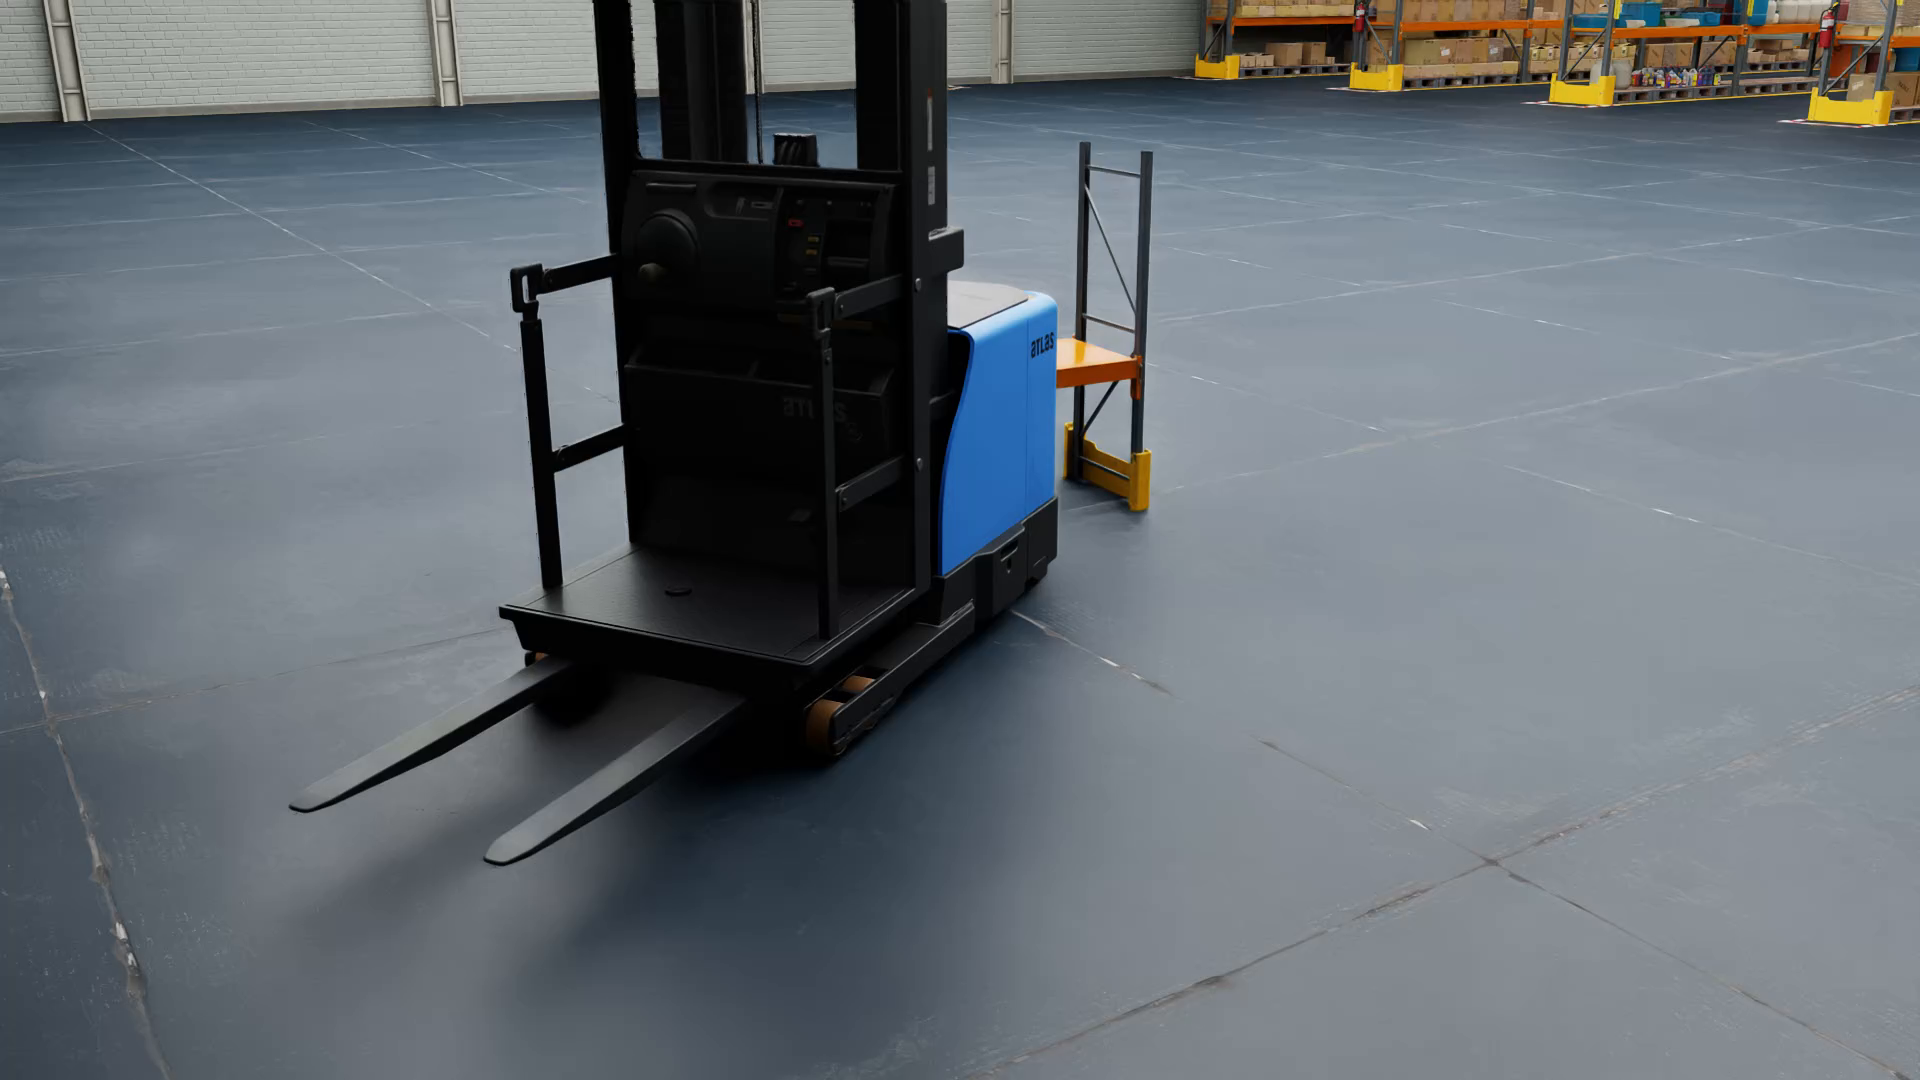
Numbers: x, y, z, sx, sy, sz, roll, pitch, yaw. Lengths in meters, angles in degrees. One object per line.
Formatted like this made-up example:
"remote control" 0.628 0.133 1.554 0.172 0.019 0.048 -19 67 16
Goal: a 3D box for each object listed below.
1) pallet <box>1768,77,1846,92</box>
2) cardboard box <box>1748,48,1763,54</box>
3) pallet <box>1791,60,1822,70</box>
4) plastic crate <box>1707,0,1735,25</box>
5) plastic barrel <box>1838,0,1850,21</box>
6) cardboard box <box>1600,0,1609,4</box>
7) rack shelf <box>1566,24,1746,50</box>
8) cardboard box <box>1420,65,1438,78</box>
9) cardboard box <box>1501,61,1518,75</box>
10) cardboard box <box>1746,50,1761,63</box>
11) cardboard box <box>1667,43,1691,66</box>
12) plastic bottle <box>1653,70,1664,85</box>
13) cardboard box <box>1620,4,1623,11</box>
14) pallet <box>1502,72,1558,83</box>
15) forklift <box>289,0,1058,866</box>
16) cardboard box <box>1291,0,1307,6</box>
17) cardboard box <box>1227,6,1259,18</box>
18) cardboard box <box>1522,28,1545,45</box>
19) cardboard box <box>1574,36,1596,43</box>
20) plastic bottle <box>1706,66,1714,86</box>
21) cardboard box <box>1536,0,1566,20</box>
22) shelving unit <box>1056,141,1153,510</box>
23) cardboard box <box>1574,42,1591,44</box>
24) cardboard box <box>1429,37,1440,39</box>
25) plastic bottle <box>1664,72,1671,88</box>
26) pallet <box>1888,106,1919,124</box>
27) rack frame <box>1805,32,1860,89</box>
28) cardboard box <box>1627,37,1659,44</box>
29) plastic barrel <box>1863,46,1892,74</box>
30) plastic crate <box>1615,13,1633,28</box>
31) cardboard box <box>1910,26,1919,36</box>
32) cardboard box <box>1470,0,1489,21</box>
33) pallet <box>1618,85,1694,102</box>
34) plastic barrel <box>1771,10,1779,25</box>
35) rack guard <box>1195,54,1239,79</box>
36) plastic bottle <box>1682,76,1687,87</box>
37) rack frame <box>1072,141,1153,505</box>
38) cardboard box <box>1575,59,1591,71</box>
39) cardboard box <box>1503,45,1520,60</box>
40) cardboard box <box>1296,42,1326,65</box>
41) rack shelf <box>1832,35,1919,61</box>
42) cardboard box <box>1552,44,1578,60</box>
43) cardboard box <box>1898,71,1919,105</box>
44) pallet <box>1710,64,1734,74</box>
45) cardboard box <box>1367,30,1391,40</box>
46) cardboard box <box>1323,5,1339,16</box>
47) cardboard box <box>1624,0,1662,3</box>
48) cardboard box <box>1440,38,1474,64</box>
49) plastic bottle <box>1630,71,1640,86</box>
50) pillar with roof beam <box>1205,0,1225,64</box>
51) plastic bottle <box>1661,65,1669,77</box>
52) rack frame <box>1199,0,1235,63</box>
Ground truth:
"pallet" 17.270 -9.313 33.962 1.213 0.211 1.003 -12 22 -31
"cardboard box" 19.504 -12.033 41.166 0.500 0.311 0.500 -12 22 -31
"pallet" 21.170 -12.019 41.969 1.213 0.211 1.003 -12 22 -31
"plastic crate" 14.834 -10.253 32.289 0.583 0.464 0.402 -12 22 -31
"plastic barrel" 17.717 -10.662 33.385 0.708 0.536 0.600 -12 22 -31
"cardboard box" 16.905 -14.475 44.409 0.700 0.700 0.980 -13 22 -33
"rack shelf" 12.927 -9.362 30.878 4.000 0.370 1.077 -12 22 -31
"cardboard box" 9.521 -9.697 34.381 0.500 0.250 0.500 -12 22 -31
"cardboard box" 11.609 -10.137 35.684 0.500 0.250 0.500 -12 22 -31
"cardboard box" 19.027 -11.741 40.301 0.500 0.311 0.500 -12 22 -31
"cardboard box" 16.610 -11.294 38.685 0.500 0.500 0.500 -12 22 -32
"plastic bottle" 13.285 -8.799 31.654 0.135 0.276 0.152 -12 22 -31
"cardboard box" 14.889 -11.991 37.669 0.500 0.311 0.500 -10 21 -28
"pallet" 12.470 -10.200 36.587 1.213 0.211 1.003 -12 22 -31
"forklift" -0.713 -0.913 4.869 1.130 2.935 3.031 9 20 24
"cardboard box" 7.650 -12.566 38.263 0.500 0.500 0.500 -11 22 -30
"cardboard box" 6.390 -11.940 37.583 0.500 0.250 0.500 -13 22 -33
"cardboard box" 14.618 -12.988 43.181 0.750 0.750 0.750 -11 22 -30
"cardboard box" 16.511 -13.234 44.453 0.500 0.500 0.700 -12 22 -31
"plastic bottle" 14.218 -8.818 31.595 0.185 0.351 0.144 -13 22 -33
"cardboard box" 12.967 -11.652 36.371 0.500 0.500 0.500 -10 21 -28
"shelving unit" 0.207 -0.847 6.907 1.083 1.500 0.587 -10 21 -27
"cardboard box" 14.184 -11.139 37.772 0.500 0.311 0.500 -13 22 -33
"cardboard box" 10.065 -10.370 35.201 0.500 0.500 0.500 -12 22 -31
"plastic bottle" 13.142 -8.543 30.887 0.133 0.283 0.061 -11 22 -31
"pallet" 14.742 -6.852 26.683 1.213 0.211 1.003 -12 22 -31
"rack frame" 17.938 -10.760 33.889 0.127 3.000 1.000 -12 22 -31
"cardboard box" 15.914 -11.704 38.725 0.500 0.250 0.500 -11 22 -29
"plastic barrel" 19.281 -10.106 35.064 0.708 0.588 0.600 -12 22 -31
"plastic crate" 12.056 -9.561 30.576 0.408 0.251 0.499 -12 22 -31
"cardboard box" 14.786 -7.972 26.035 0.250 0.149 0.380 -12 22 -31
"cardboard box" 10.651 -11.167 34.935 0.500 0.500 0.700 -12 22 -31
"pallet" 12.994 -8.411 31.295 1.213 0.211 1.003 -12 22 -31
"plastic barrel" 15.787 -10.182 32.395 0.301 0.262 0.301 0 19 0
"rack guard" 5.872 -10.830 37.999 0.348 0.500 1.175 -12 22 -31
"plastic bottle" 13.567 -8.601 31.186 0.097 0.201 0.097 0 19 0
"rack frame" 0.644 -0.924 7.136 0.032 1.500 0.500 -10 21 -27
"cardboard box" 13.634 -10.553 36.914 0.500 0.250 0.500 -11 22 -30
"cardboard box" 12.057 -10.691 36.447 0.500 0.311 0.500 -12 22 -31
"cardboard box" 8.304 -11.536 39.400 0.500 0.500 0.500 -14 23 -35
"rack shelf" 15.651 -8.038 26.959 4.000 0.370 1.077 -12 22 -31
"cardboard box" 13.211 -10.727 36.554 0.500 0.311 0.500 -13 22 -33
"cardboard box" 15.525 -7.366 27.097 0.500 0.500 0.500 -10 21 -26
"pallet" 17.899 -11.316 39.887 1.213 0.211 1.003 -12 22 -31
"cardboard box" 10.120 -12.297 40.481 0.500 0.250 0.500 -12 22 -33
"cardboard box" 8.499 -12.394 38.924 0.500 0.250 0.500 -12 22 -31
"cardboard box" 15.681 -12.473 38.144 0.700 0.500 0.500 14 23 35
"cardboard box" 10.360 -10.226 34.777 0.500 0.500 0.500 -12 22 -31
"plastic bottle" 12.775 -8.747 31.500 0.135 0.276 0.152 -12 22 -31
"pillar with roof beam" 8.285 -14.046 34.241 0.400 9.000 9.100 -12 22 -31
"plastic bottle" 13.537 -8.945 31.968 0.185 0.351 0.144 -13 23 -34
"rack frame" 5.808 -12.001 37.559 0.127 3.000 1.000 -12 22 -31
